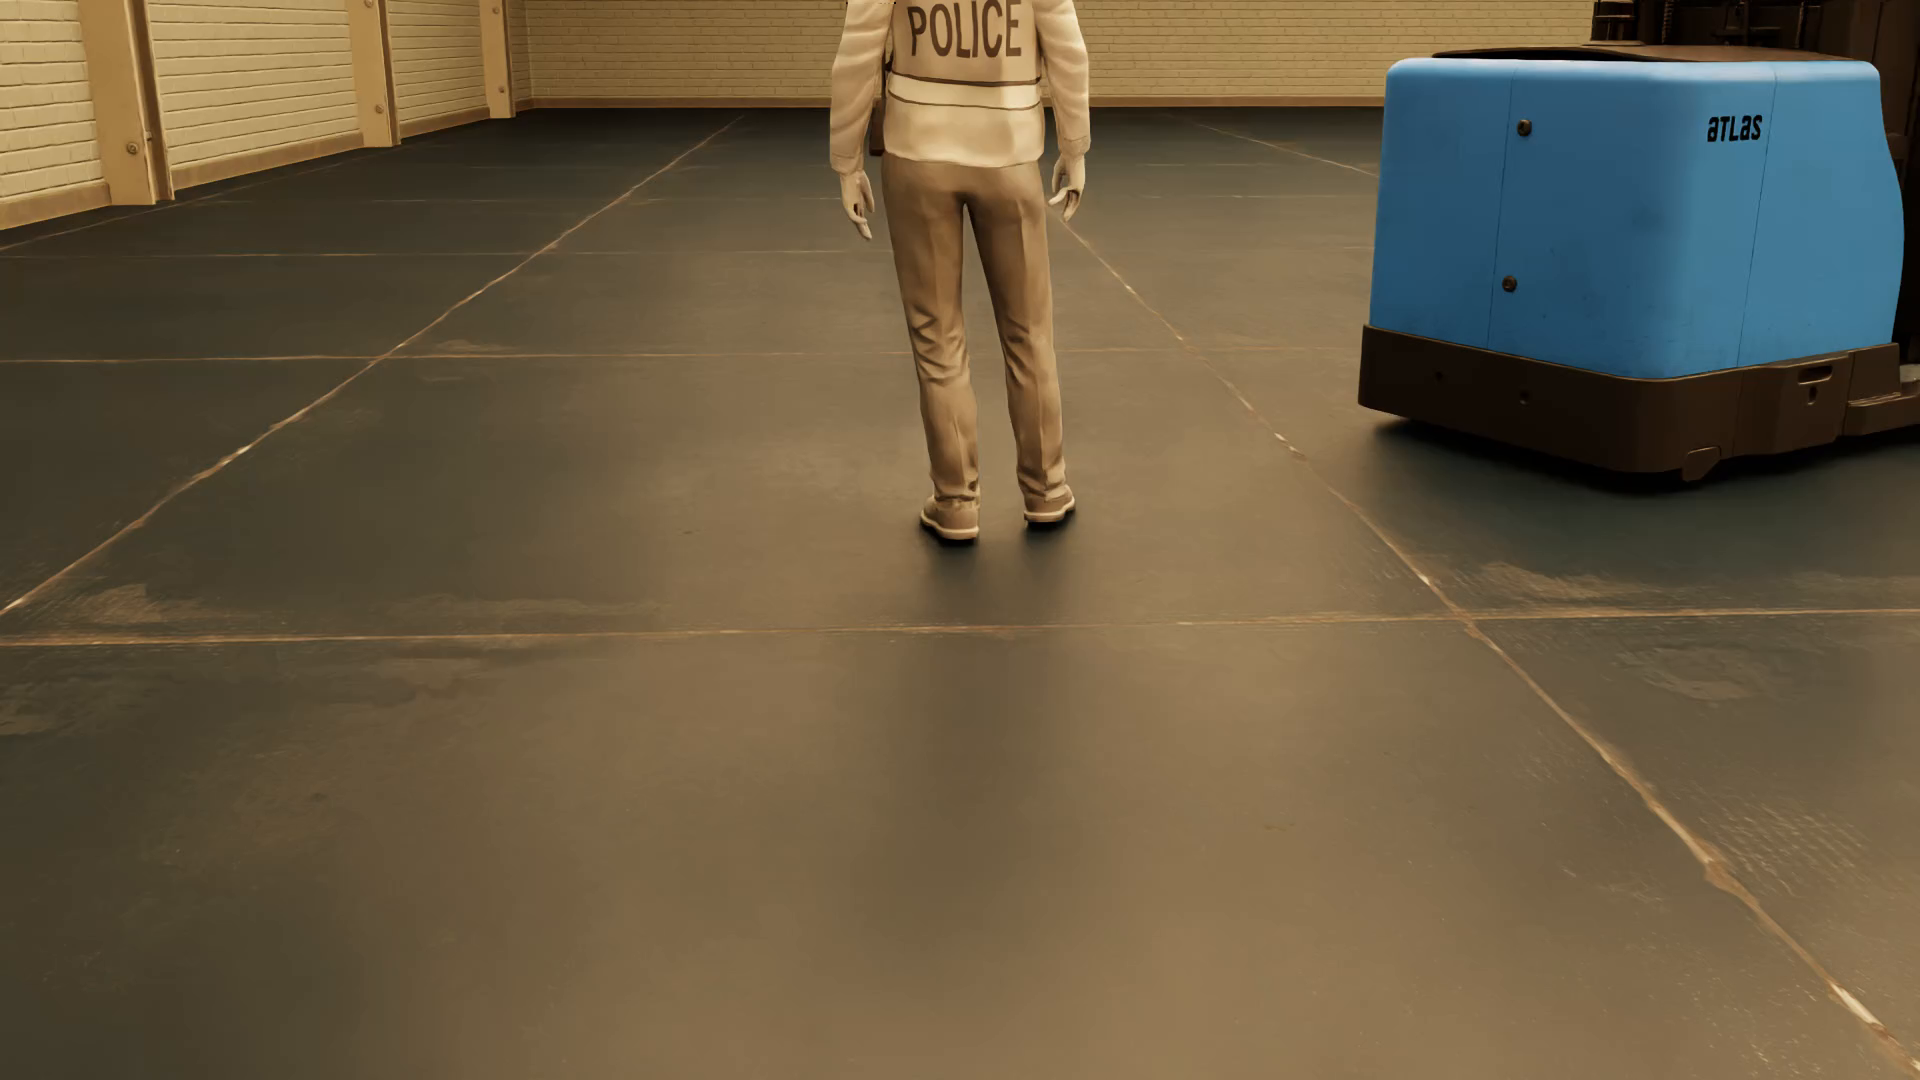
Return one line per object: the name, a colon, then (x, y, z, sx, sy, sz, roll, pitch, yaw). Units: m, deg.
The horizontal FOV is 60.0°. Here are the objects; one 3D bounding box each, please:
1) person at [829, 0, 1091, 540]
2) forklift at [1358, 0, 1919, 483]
person: (0.003, -0.837, 3.733, 0.587, 1.696, 0.534, -1, 17, -3)
forklift: (2.728, -1.851, 4.959, 3.031, 2.935, 1.130, -10, 20, -30)
